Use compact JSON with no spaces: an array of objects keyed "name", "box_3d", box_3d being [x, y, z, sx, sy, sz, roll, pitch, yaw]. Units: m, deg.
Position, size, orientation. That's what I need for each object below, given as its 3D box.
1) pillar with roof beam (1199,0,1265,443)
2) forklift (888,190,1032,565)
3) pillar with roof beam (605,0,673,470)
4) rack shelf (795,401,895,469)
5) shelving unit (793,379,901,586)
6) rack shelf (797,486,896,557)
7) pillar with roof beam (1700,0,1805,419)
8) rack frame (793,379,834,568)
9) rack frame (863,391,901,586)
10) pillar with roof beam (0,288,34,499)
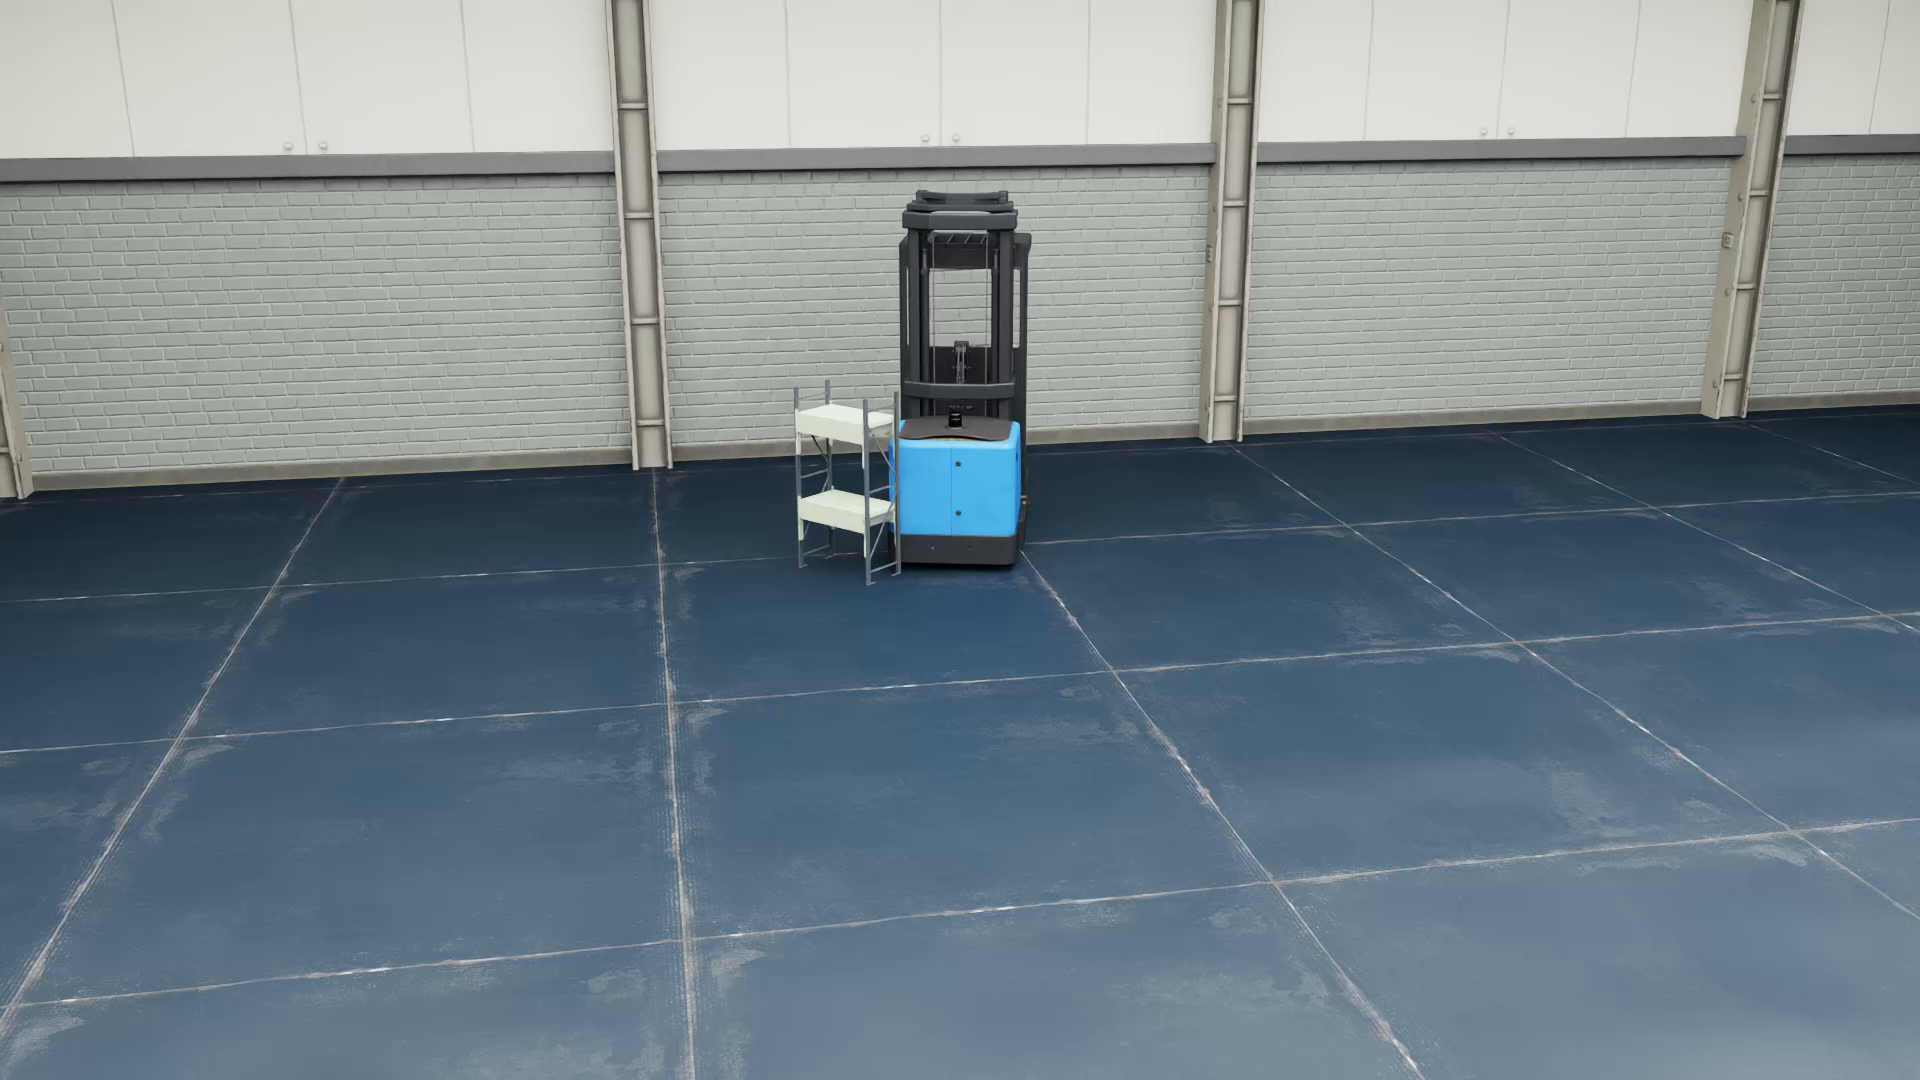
[{"name":"pillar with roof beam","box_3d":[3.610,-4.149,12.495,0.400,9.000,9.100,-3,17,-10]},{"name":"forklift","box_3d":[0.051,-1.584,14.478,1.130,2.935,3.031,1,17,4]},{"name":"pillar with roof beam","box_3d":[-2.281,-3.815,11.406,0.400,9.000,9.100,-3,17,-10]},{"name":"rack shelf","box_3d":[-0.897,-0.841,13.167,0.720,0.370,0.431,13,21,36]},{"name":"shelving unit","box_3d":[-0.897,-0.468,13.282,0.755,1.500,0.431,13,21,36]},{"name":"rack shelf","box_3d":[-0.897,-0.157,13.377,0.720,0.370,0.431,13,21,36]},{"name":"pillar with roof beam","box_3d":[9.501,-4.484,13.583,0.400,9.000,9.100,-3,17,-10]},{"name":"rack frame","box_3d":[-1.184,-0.535,13.499,0.023,1.500,0.400,13,21,36]},{"name":"rack frame","box_3d":[-0.611,-0.401,13.064,0.023,1.500,0.400,13,21,36]},{"name":"pillar with roof beam","box_3d":[-8.172,-3.481,10.318,0.400,9.000,9.100,-3,17,-10]}]
